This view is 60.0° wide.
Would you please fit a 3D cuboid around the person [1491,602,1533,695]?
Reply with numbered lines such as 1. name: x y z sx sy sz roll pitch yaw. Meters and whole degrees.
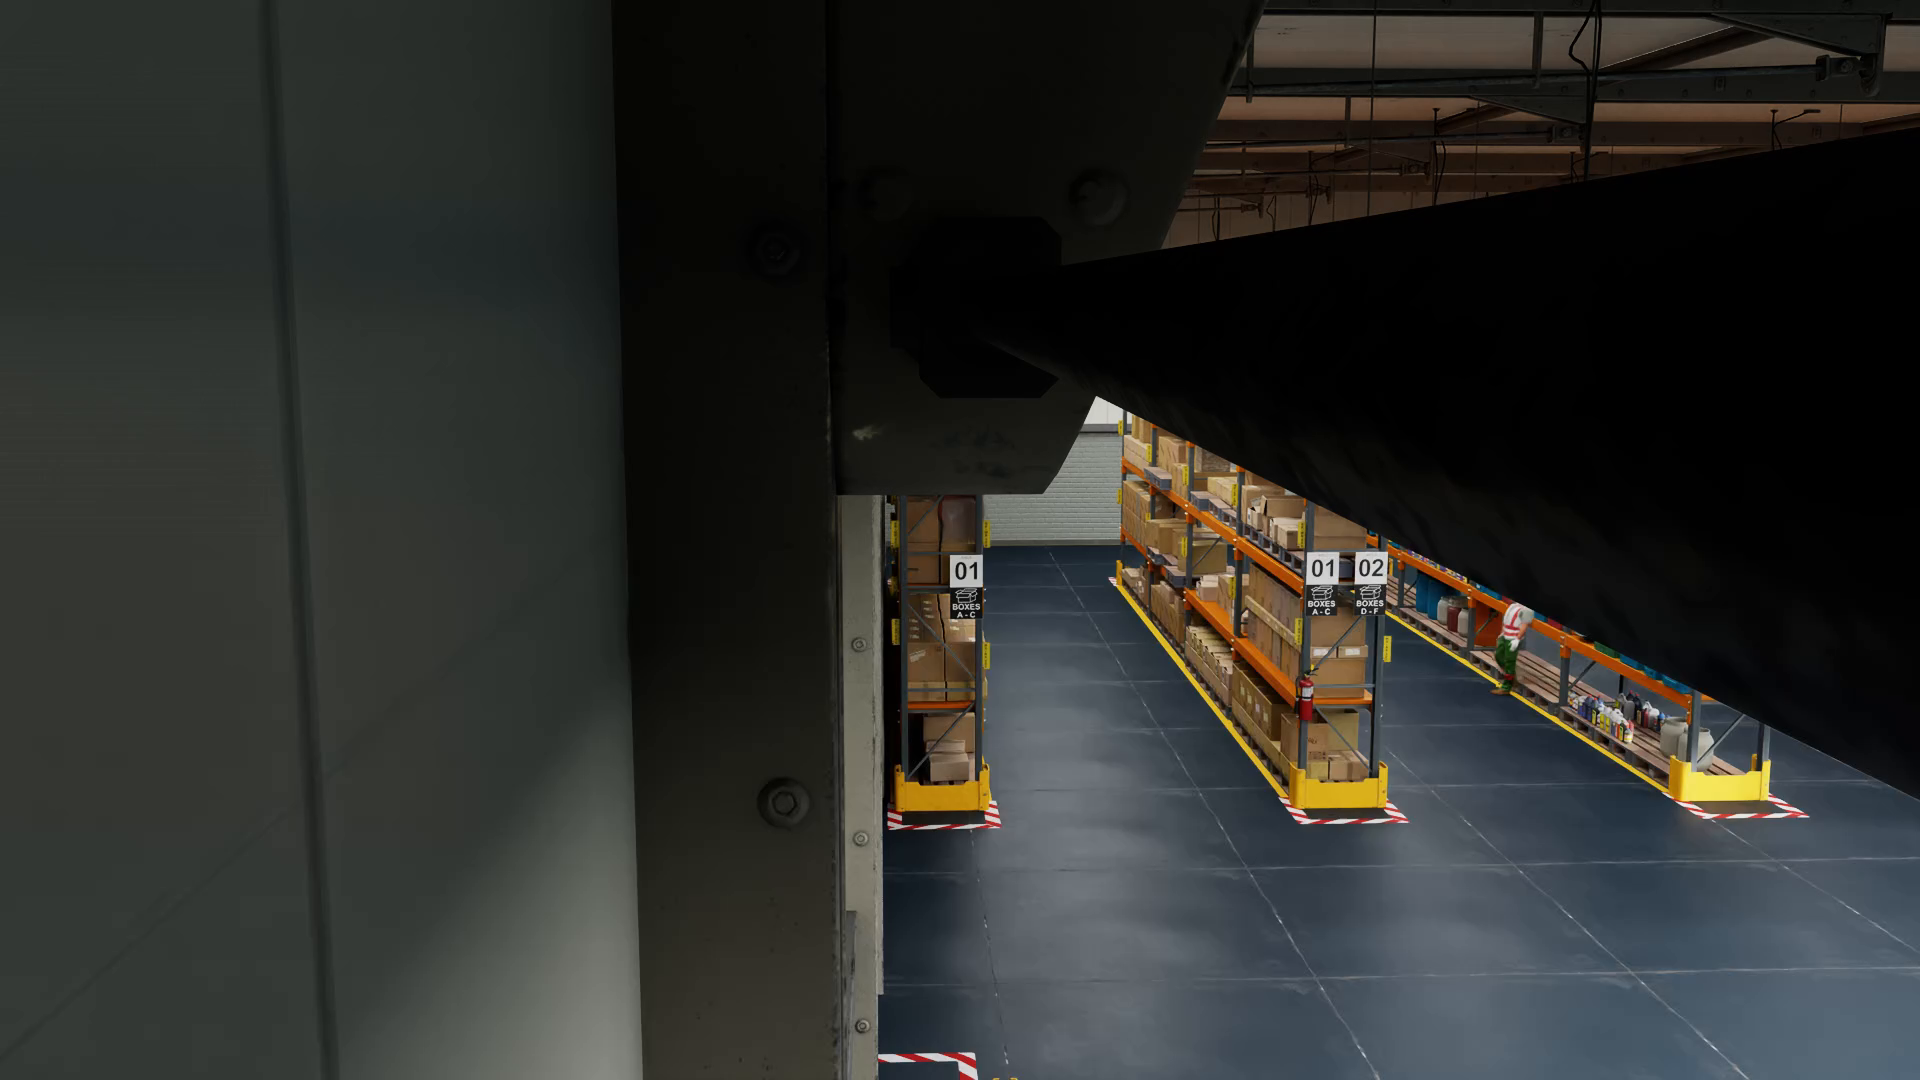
1. person: 8.724 1.573 26.299 0.572 1.772 0.600 1 8 4
